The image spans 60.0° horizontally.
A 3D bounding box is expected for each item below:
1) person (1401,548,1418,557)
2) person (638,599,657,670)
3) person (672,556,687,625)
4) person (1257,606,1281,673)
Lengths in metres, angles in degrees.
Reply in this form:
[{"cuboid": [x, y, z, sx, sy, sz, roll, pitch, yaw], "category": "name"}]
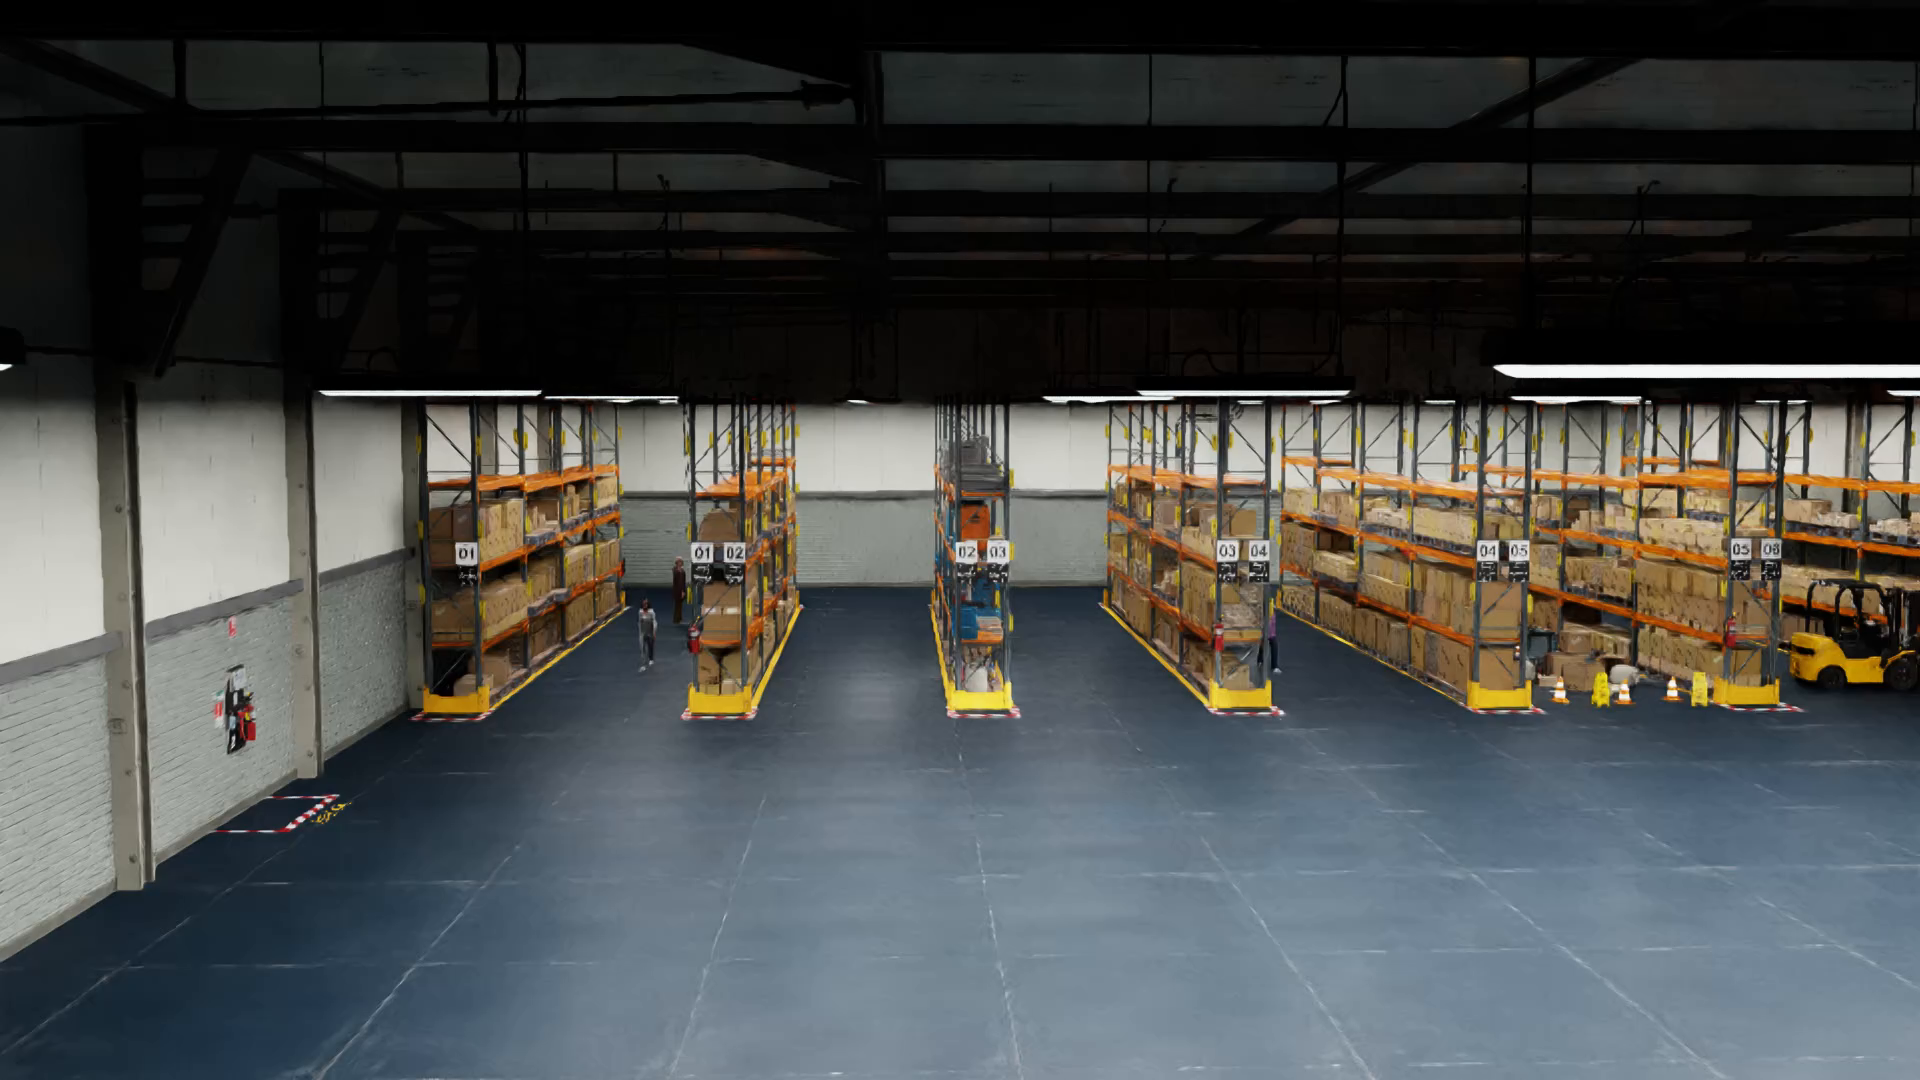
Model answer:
[{"cuboid": [14.180, 0.680, 52.341, 0.598, 1.716, 0.565, 3, 6, 35], "category": "person"}, {"cuboid": [-6.818, 2.037, 36.314, 0.430, 1.540, 0.948, 0, 5, -3], "category": "person"}, {"cuboid": [-7.343, 1.317, 43.636, 0.450, 1.785, 0.670, -2, 5, -25], "category": "person"}, {"cuboid": [6.639, 2.073, 35.902, 0.419, 1.513, 1.031, 0, 5, -5], "category": "person"}]
